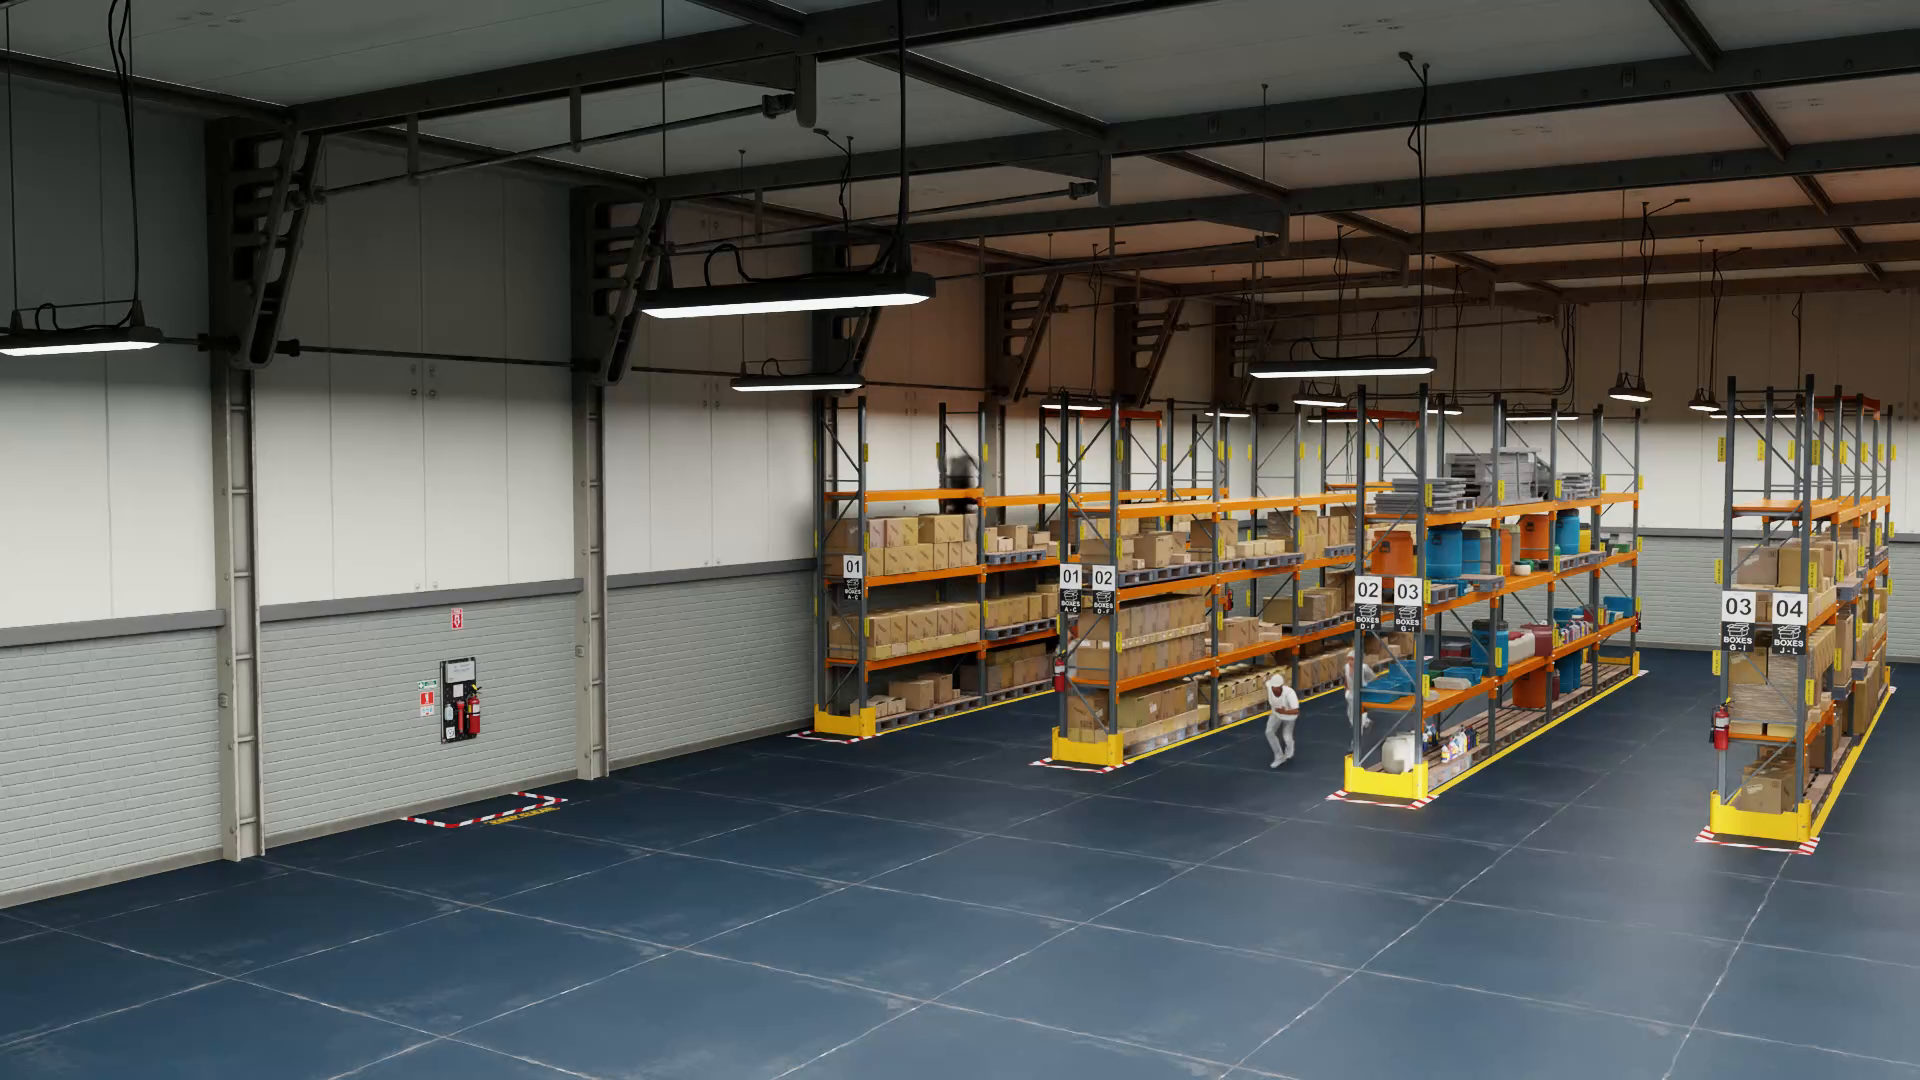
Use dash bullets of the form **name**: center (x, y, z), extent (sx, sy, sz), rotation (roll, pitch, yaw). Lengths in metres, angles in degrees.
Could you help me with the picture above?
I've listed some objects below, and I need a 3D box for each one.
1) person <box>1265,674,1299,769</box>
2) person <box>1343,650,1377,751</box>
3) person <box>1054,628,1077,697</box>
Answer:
- **person**: center (5.167, 2.858, 26.529), extent (0.694, 1.534, 1.156), rotation (2, 4, 32)
- **person**: center (6.771, 2.693, 28.057), extent (0.649, 1.721, 0.858), rotation (2, 4, 36)
- **person**: center (2.075, 2.513, 31.539), extent (0.542, 1.713, 0.816), rotation (1, 3, 26)
